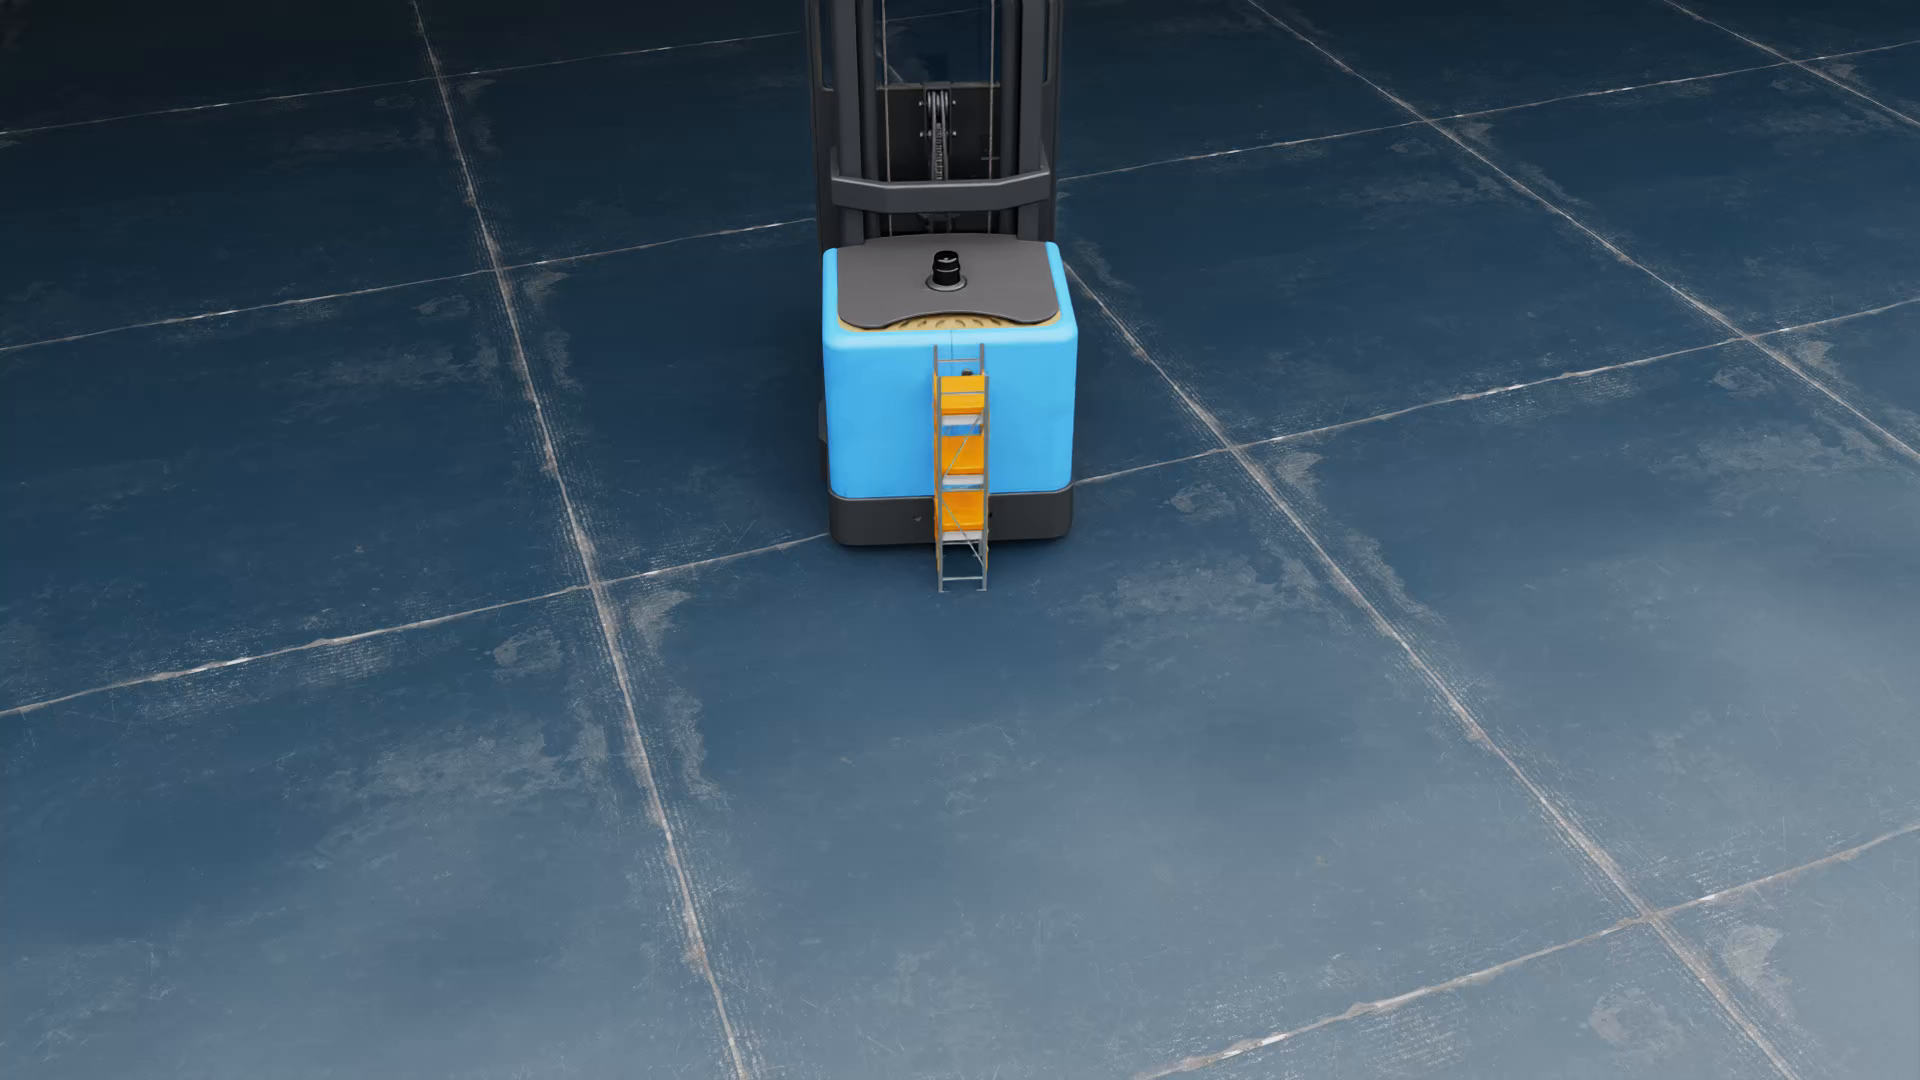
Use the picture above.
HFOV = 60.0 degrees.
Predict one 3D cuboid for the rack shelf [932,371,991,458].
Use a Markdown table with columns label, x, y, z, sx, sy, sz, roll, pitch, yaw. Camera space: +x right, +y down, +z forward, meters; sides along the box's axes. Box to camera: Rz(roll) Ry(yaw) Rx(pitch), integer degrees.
| label | x | y | z | sx | sy | sz | roll | pitch | yaw |
| --- | --- | --- | --- | --- | --- | --- | --- | --- | --- |
| rack shelf | 0.003 | -0.493 | 6.578 | 0.215 | 0.259 | 0.240 | -2 | 37 | -3 |

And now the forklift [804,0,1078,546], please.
| label | x | y | z | sx | sy | sz | roll | pitch | yaw |
| --- | --- | --- | --- | --- | --- | --- | --- | --- | --- |
| forklift | -0.126 | -2.013 | 7.487 | 1.130 | 2.935 | 3.031 | -2 | 37 | -3 |

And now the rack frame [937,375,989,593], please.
| label | x | y | z | sx | sy | sz | roll | pitch | yaw |
| --- | --- | --- | --- | --- | --- | --- | --- | --- | --- |
| rack frame | 0.011 | -0.202 | 6.645 | 0.200 | 1.050 | 0.008 | -2 | 37 | -3 |

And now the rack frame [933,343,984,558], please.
| label | x | y | z | sx | sy | sz | roll | pitch | yaw |
| --- | --- | --- | --- | --- | --- | --- | --- | --- | --- |
| rack frame | -0.004 | -0.348 | 6.840 | 0.200 | 1.050 | 0.008 | -2 | 37 | -3 |

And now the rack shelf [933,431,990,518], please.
| label | x | y | z | sx | sy | sz | roll | pitch | yaw |
| --- | --- | --- | --- | --- | --- | --- | --- | --- | --- |
| rack shelf | 0.003 | -0.267 | 6.749 | 0.215 | 0.259 | 0.240 | -2 | 37 | -3 |

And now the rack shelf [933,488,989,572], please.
| label | x | y | z | sx | sy | sz | roll | pitch | yaw |
| --- | --- | --- | --- | --- | --- | --- | --- | --- | --- |
| rack shelf | 0.003 | -0.045 | 6.916 | 0.215 | 0.259 | 0.240 | -2 | 37 | -3 |

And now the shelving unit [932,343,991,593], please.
| label | x | y | z | sx | sy | sz | roll | pitch | yaw |
| --- | --- | --- | --- | --- | --- | --- | --- | --- | --- |
| shelving unit | 0.003 | -0.275 | 6.743 | 0.215 | 1.050 | 0.252 | -2 | 37 | -3 |
